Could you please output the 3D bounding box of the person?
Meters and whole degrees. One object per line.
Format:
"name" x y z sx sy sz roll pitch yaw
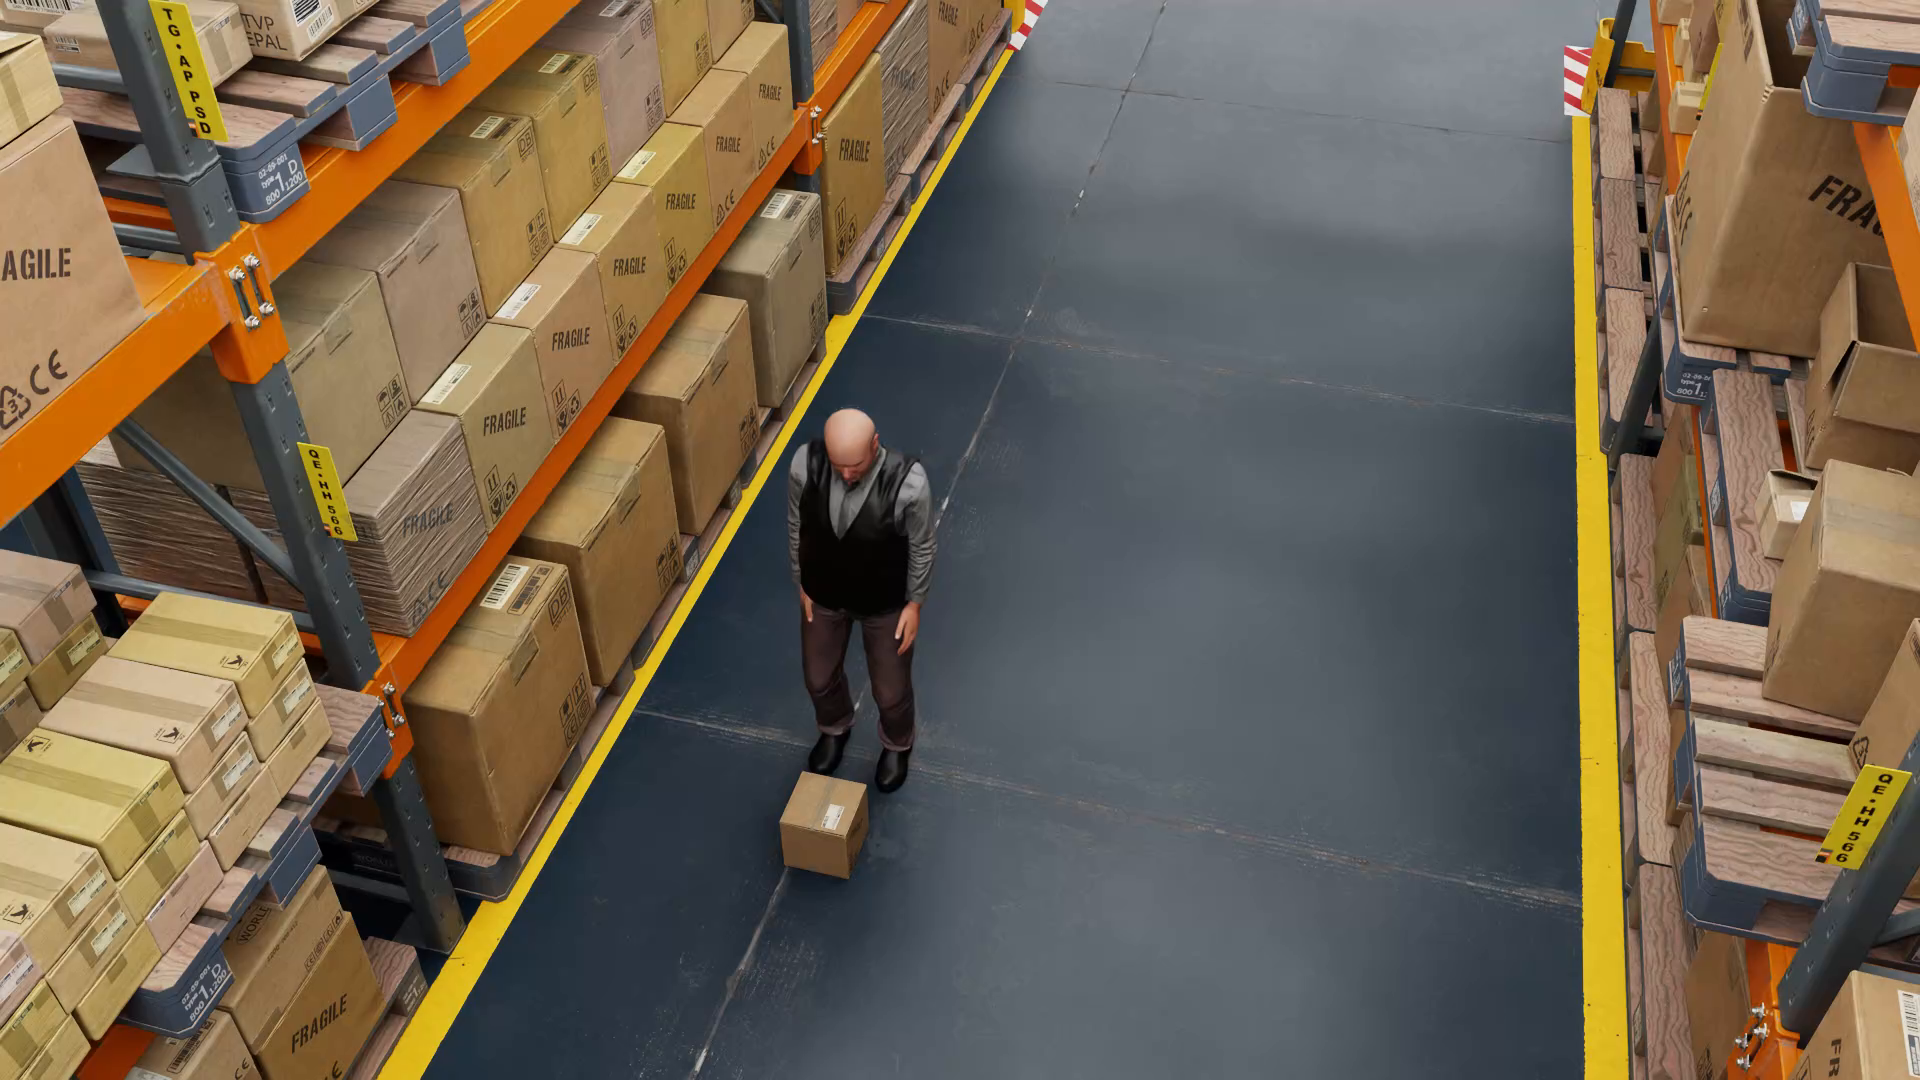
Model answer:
"person" -0.344 0.197 5.973 0.546 1.697 0.385 11 42 12
